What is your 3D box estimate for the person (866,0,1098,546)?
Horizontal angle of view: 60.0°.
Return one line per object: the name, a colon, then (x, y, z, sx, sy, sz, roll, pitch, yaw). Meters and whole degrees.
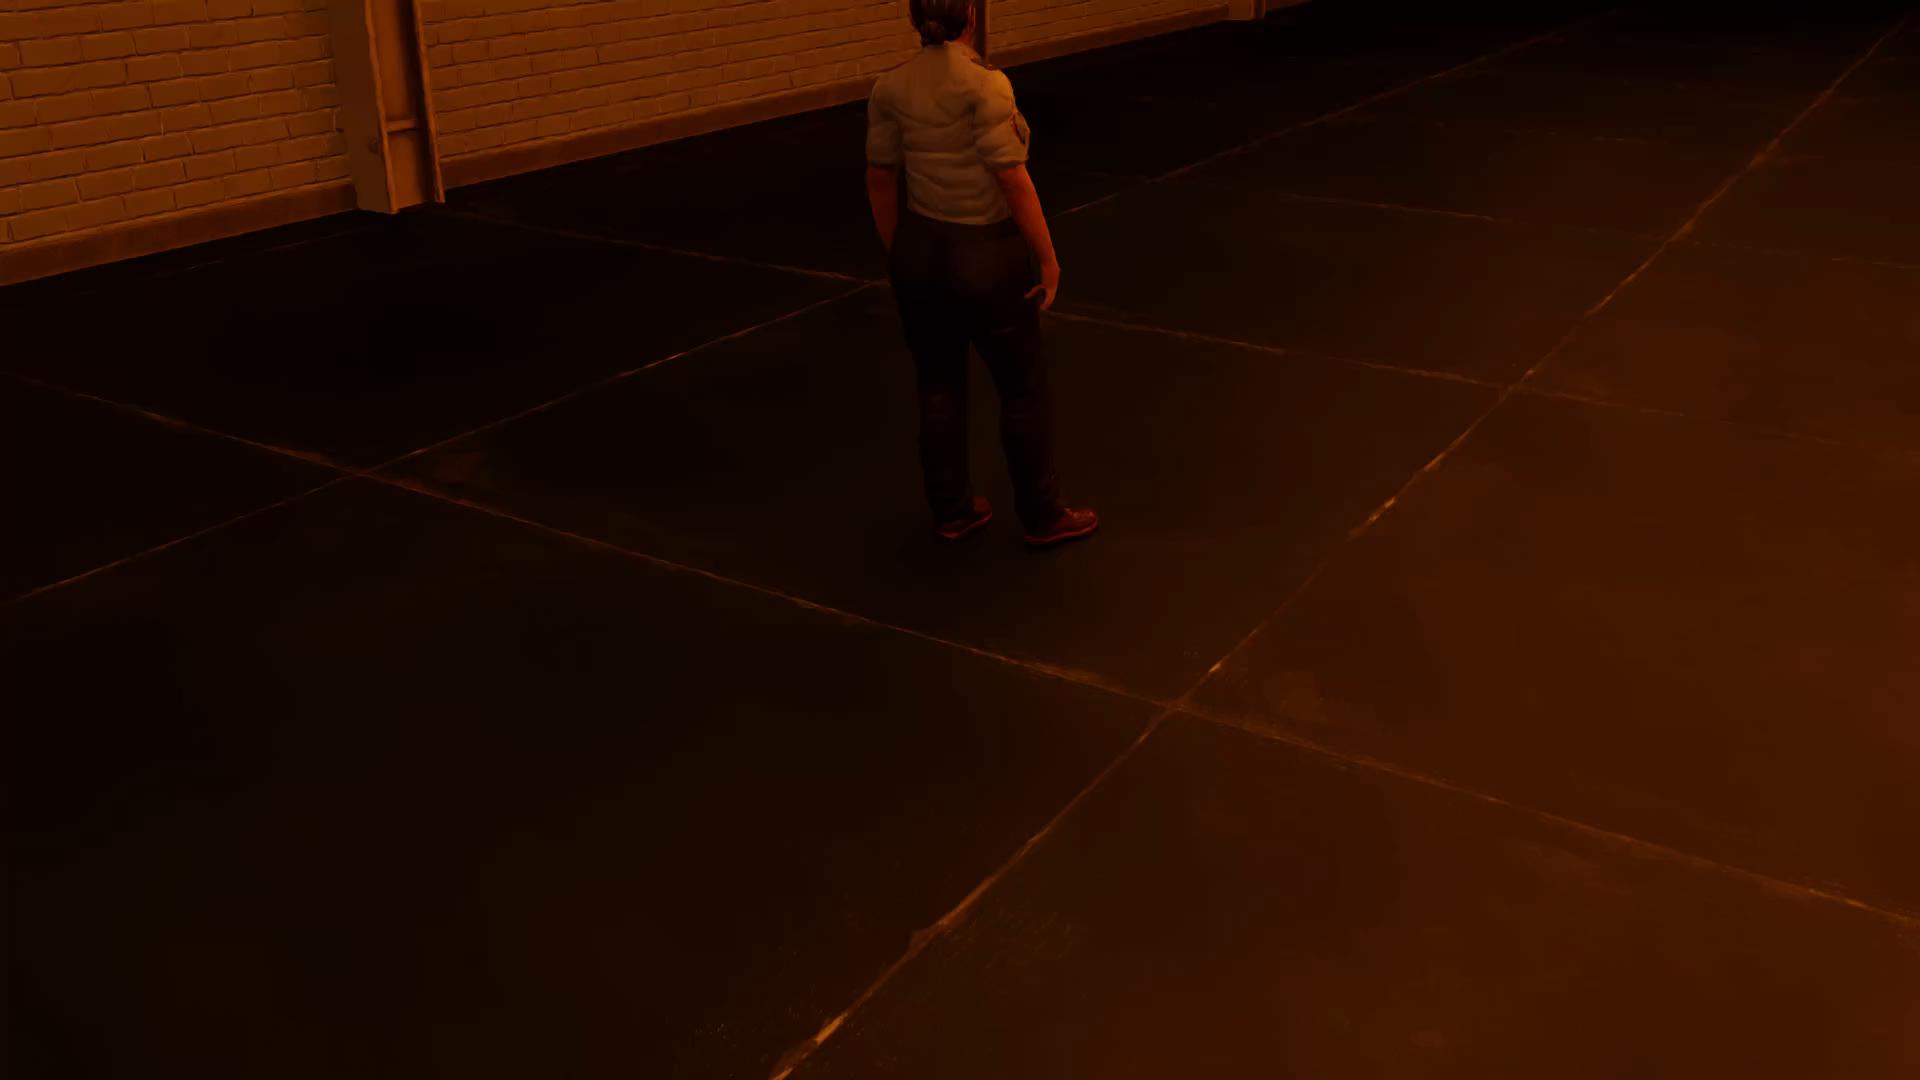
person: (0.067, -0.785, 4.773, 0.599, 1.642, 0.502, 14, 27, 30)
